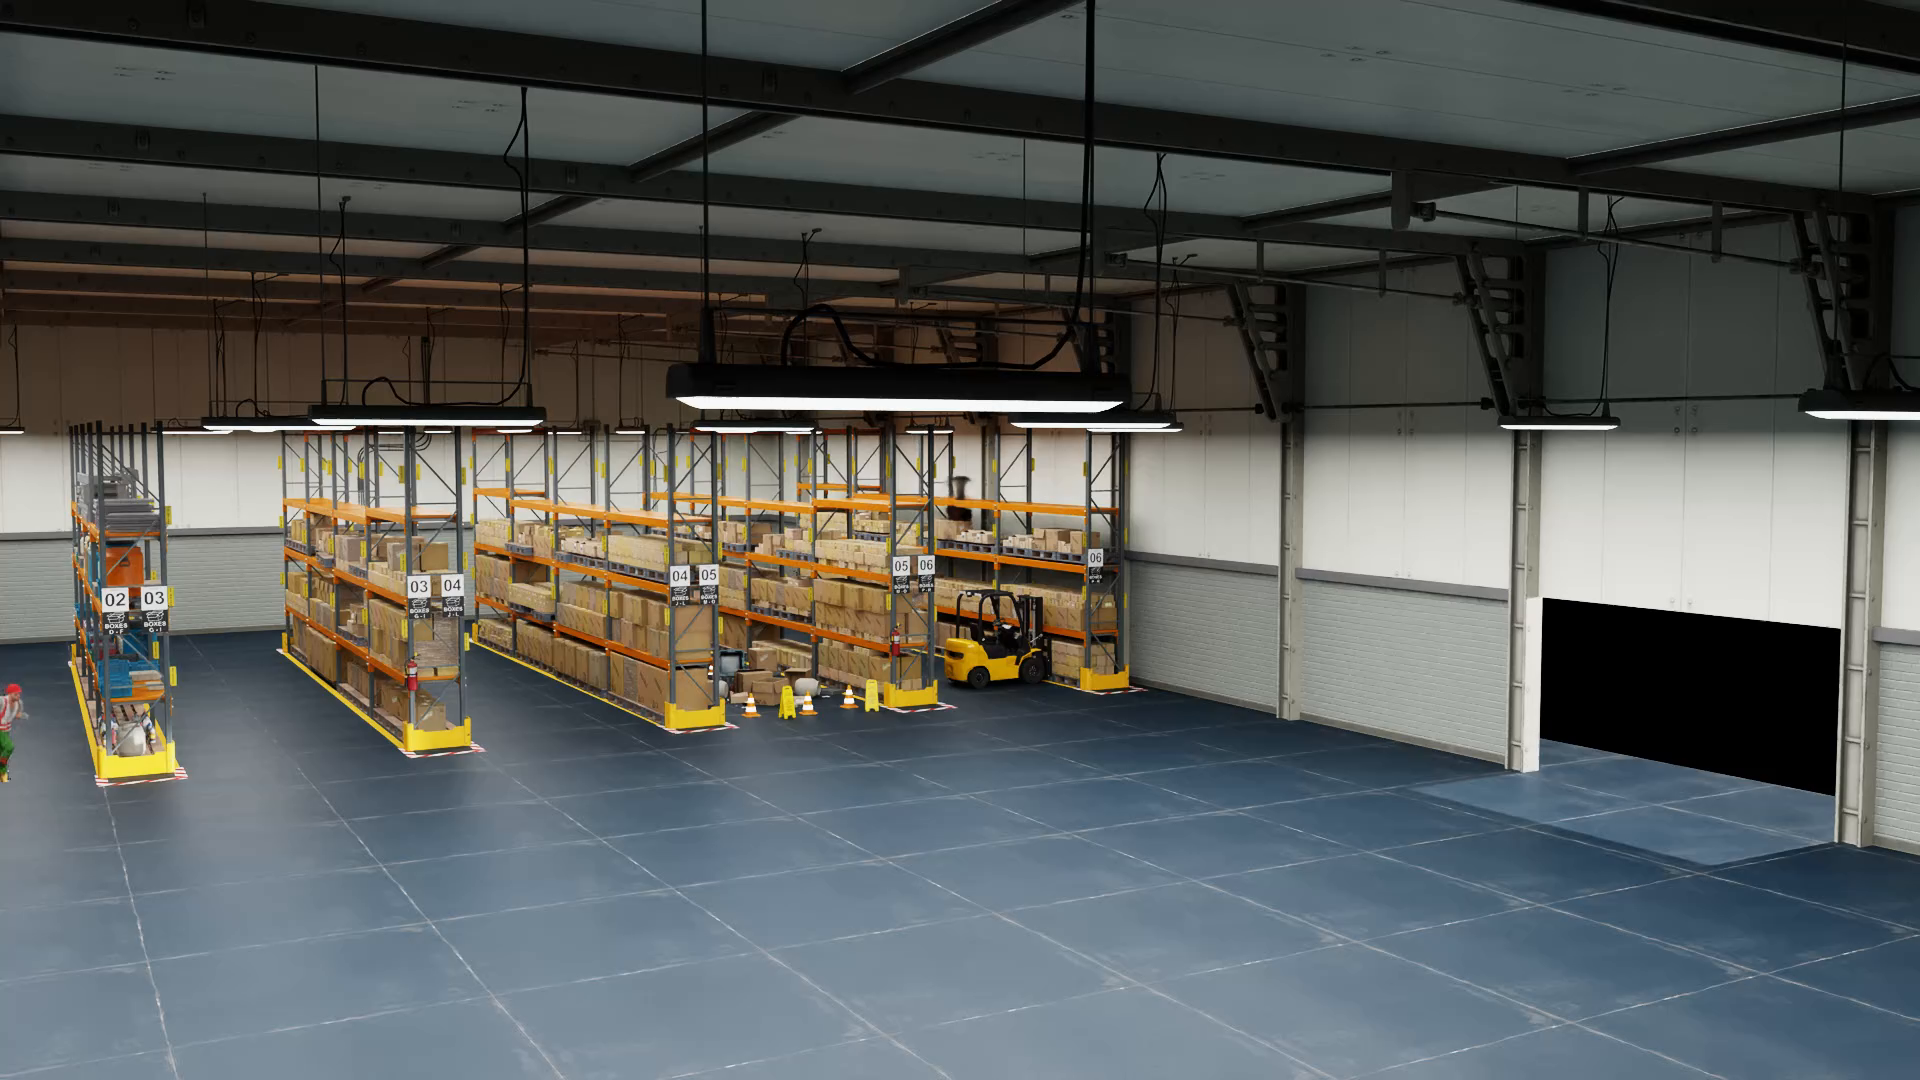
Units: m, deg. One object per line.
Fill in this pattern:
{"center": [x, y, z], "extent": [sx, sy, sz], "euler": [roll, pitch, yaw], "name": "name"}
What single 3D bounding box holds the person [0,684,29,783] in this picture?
{"center": [-15.920, 3.208, 27.543], "extent": [0.980, 1.673, 0.713], "euler": [1, 4, 18], "name": "person"}
